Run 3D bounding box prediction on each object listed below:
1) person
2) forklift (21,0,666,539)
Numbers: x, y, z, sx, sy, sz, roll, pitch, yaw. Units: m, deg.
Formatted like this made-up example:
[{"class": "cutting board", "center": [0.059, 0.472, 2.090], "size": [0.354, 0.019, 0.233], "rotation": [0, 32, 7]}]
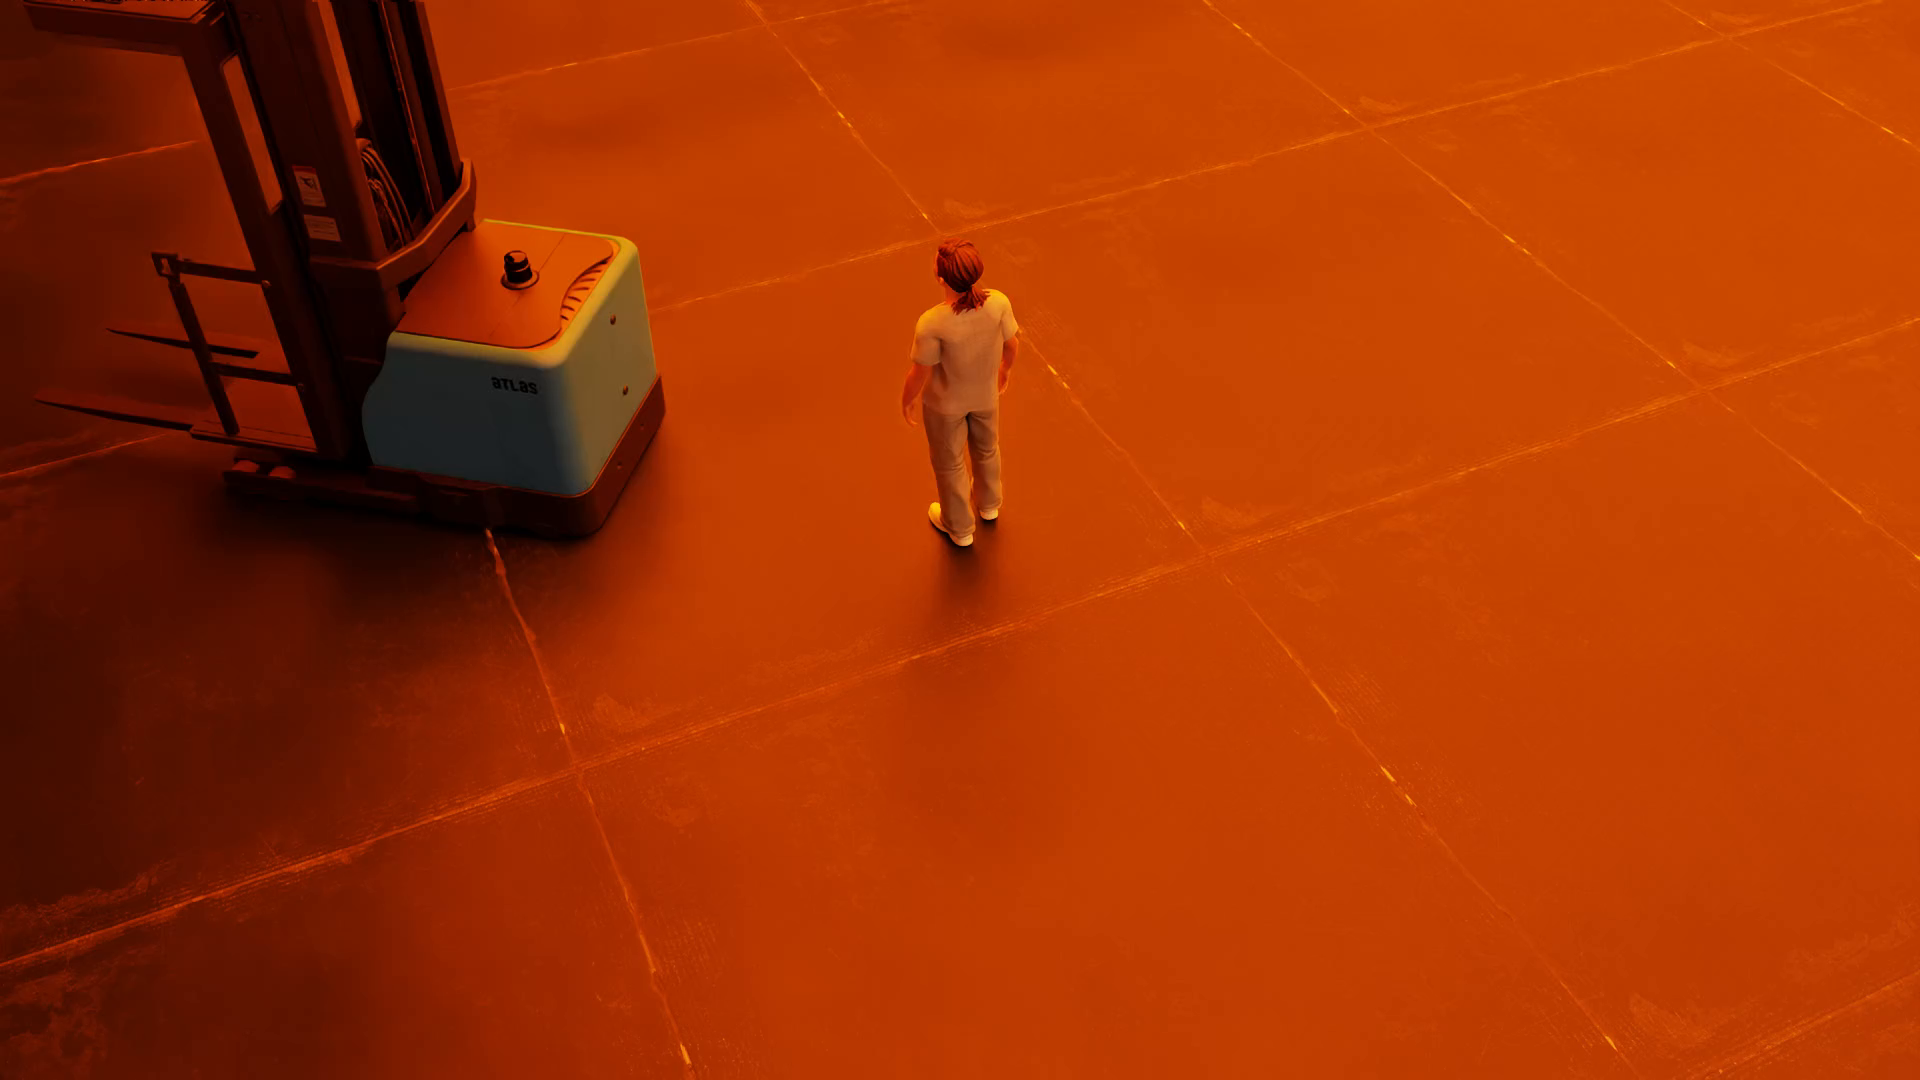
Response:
[{"class": "person", "center": [-0.019, -0.662, 7.310], "size": [0.550, 1.657, 0.548], "rotation": [-18, 46, -18]}, {"class": "forklift", "center": [-3.062, -1.606, 7.401], "size": [3.031, 2.935, 1.130], "rotation": [9, 44, 9]}]
